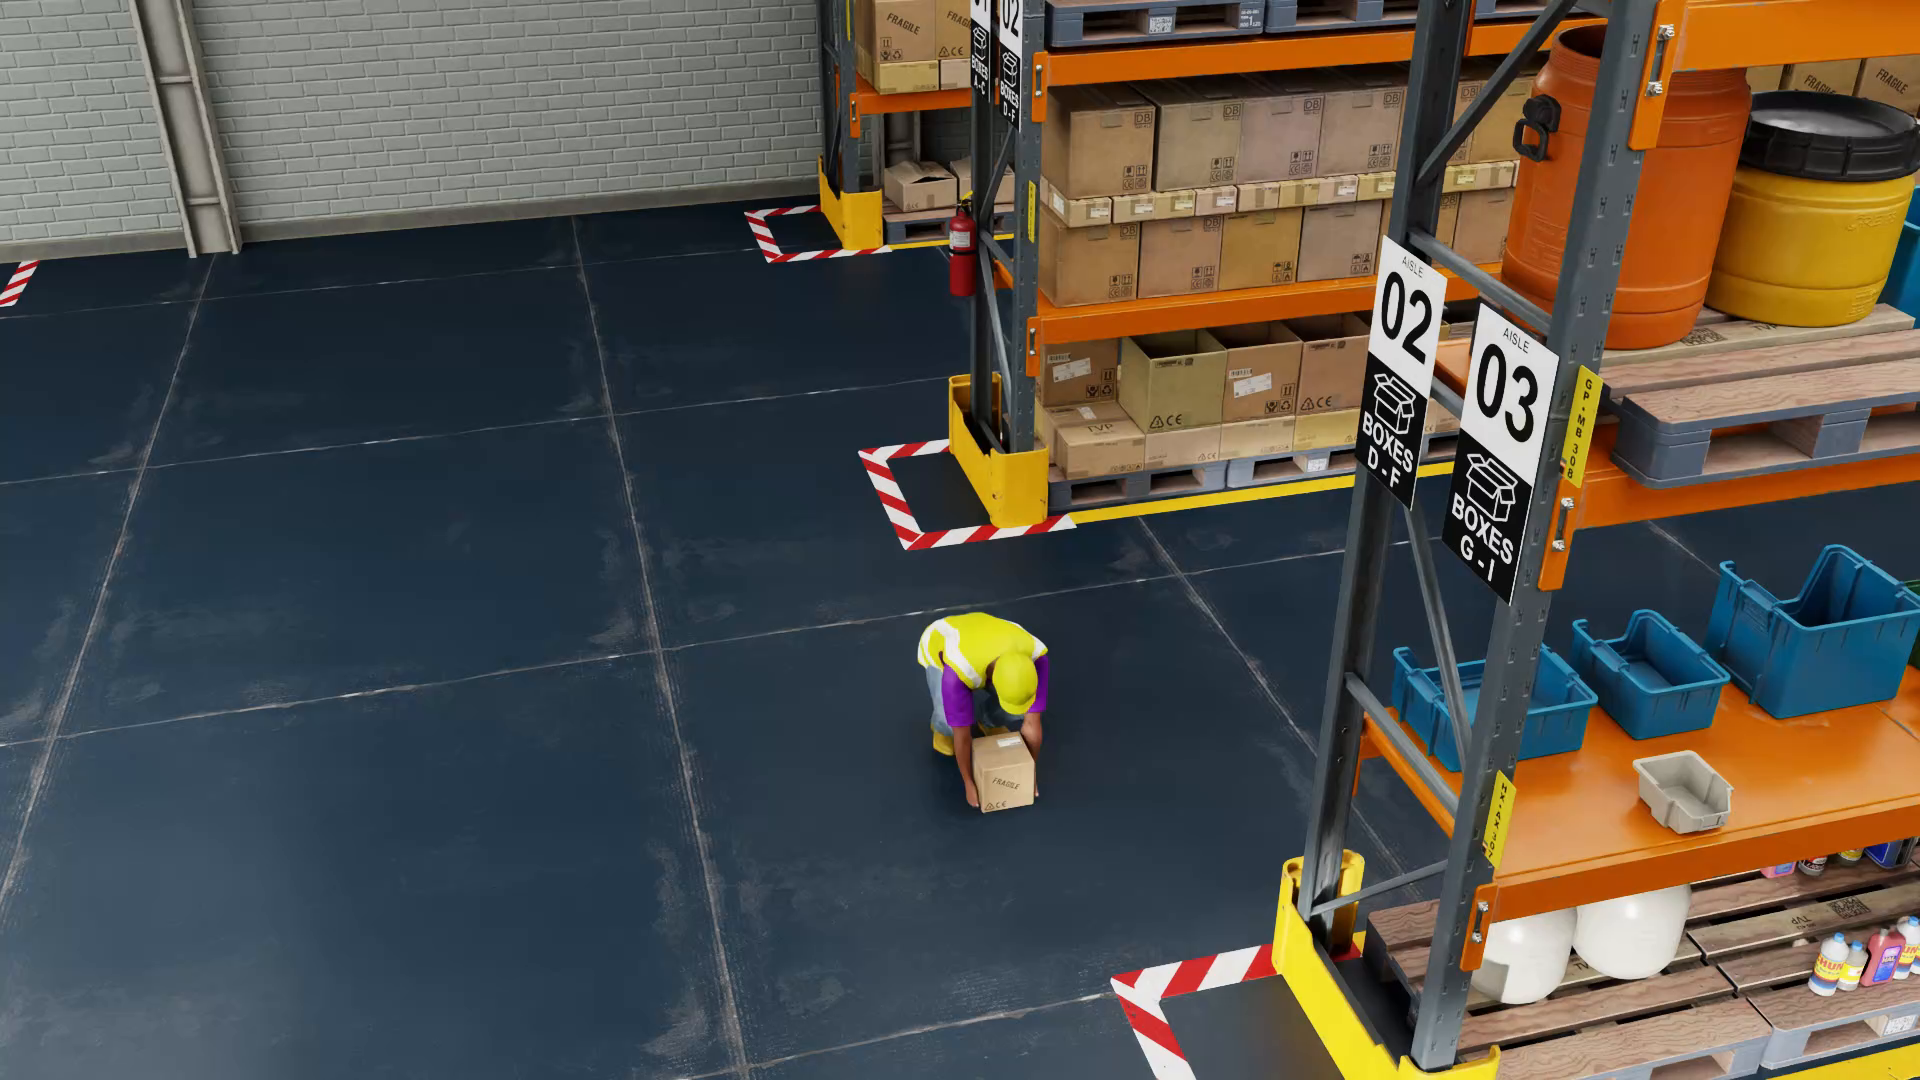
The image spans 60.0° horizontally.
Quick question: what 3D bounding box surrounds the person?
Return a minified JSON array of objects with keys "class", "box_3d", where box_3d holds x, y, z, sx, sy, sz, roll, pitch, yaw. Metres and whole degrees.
[{"class":"person","box_3d":[0.129,0.743,7.983,0.546,0.896,0.929,-8,31,-14]}]
